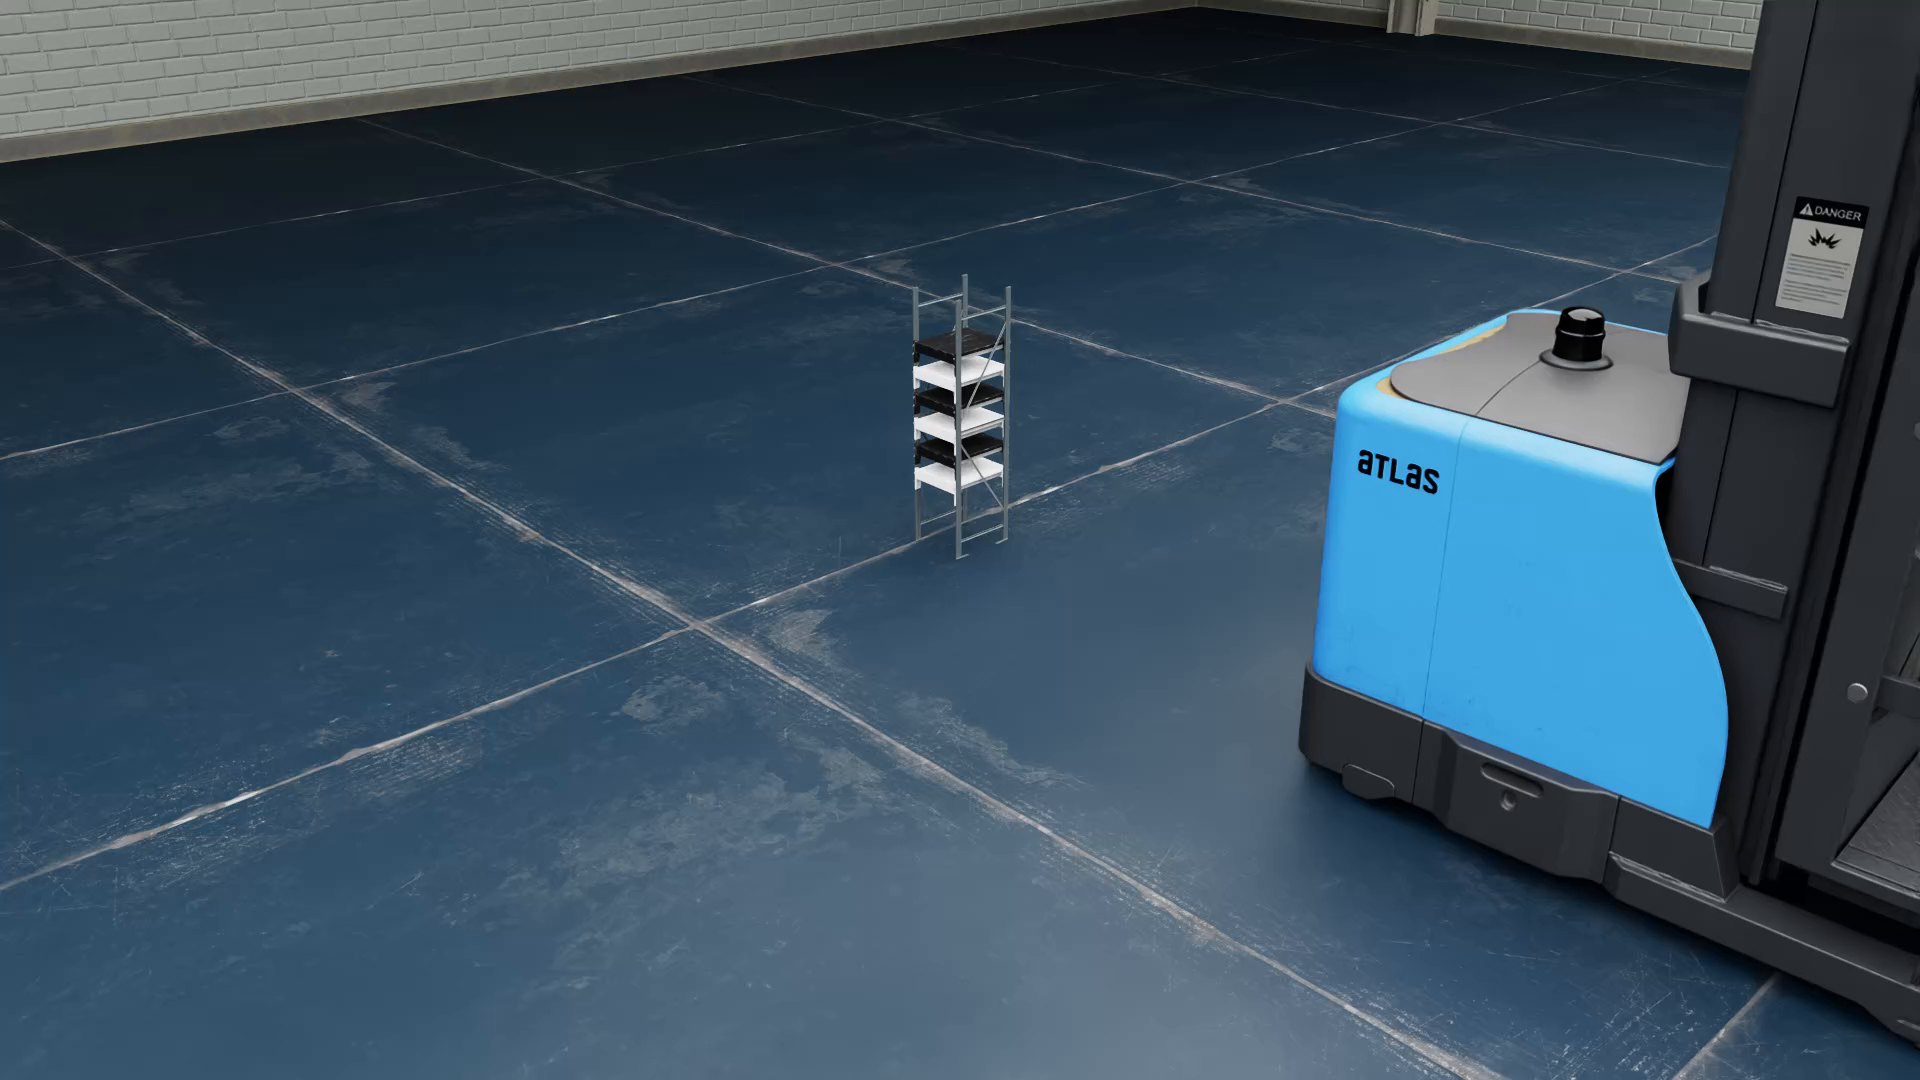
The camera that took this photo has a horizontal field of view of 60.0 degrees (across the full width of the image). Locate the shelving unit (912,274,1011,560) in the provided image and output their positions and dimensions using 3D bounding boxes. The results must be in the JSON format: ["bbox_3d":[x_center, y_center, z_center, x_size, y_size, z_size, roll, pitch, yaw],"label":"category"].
[{"bbox_3d":[0.006,-0.407,5.558,0.258,0.900,0.210,-21,32,-38],"label":"shelving unit"}]

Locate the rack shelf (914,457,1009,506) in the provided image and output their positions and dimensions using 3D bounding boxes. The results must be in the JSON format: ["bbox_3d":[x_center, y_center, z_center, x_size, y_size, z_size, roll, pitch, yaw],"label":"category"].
[{"bbox_3d":[0.006,-0.213,5.646,0.258,0.077,0.200,-21,32,-38],"label":"rack shelf"}]

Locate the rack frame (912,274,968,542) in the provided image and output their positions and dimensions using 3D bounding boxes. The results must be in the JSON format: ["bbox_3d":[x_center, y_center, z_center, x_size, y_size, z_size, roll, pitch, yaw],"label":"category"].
[{"bbox_3d":[-0.064,-0.438,5.625,0.240,0.900,0.006,-21,32,-38],"label":"rack frame"}]

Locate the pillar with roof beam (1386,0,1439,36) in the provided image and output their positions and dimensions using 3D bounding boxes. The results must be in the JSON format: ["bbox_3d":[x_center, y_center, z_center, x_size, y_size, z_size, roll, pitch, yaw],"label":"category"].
[{"bbox_3d":[1.558,-8.163,12.802,9.100,9.000,0.400,-21,32,-38],"label":"pillar with roof beam"}]

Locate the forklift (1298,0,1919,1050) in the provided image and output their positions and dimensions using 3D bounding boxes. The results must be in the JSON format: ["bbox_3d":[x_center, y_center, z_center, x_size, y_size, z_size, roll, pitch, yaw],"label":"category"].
[{"bbox_3d":[2.310,-0.446,3.197,3.031,2.935,1.130,21,32,39],"label":"forklift"}]

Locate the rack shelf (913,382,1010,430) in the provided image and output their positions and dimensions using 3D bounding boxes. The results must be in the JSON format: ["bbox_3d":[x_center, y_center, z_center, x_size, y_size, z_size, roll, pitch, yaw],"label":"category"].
[{"bbox_3d":[0.006,-0.459,5.534,0.258,0.077,0.200,-21,32,-38],"label":"rack shelf"}]

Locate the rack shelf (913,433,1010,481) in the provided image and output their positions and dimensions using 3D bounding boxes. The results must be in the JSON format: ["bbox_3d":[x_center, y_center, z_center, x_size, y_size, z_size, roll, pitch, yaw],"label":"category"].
[{"bbox_3d":[0.006,-0.295,5.609,0.258,0.077,0.200,-21,32,-38],"label":"rack shelf"}]

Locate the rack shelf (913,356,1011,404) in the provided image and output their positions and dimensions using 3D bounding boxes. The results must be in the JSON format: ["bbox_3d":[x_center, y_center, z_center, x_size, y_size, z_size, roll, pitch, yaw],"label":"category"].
[{"bbox_3d":[0.006,-0.540,5.497,0.258,0.077,0.200,-21,32,-38],"label":"rack shelf"}]

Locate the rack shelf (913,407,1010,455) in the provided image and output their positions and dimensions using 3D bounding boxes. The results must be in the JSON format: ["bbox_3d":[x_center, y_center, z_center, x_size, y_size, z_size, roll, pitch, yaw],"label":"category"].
[{"bbox_3d":[0.006,-0.377,5.572,0.258,0.077,0.200,-21,32,-38],"label":"rack shelf"}]

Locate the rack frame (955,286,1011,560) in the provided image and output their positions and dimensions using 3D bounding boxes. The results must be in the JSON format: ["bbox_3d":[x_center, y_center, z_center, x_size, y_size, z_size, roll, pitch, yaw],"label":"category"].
[{"bbox_3d":[0.075,-0.376,5.490,0.240,0.900,0.006,-21,32,-38],"label":"rack frame"}]

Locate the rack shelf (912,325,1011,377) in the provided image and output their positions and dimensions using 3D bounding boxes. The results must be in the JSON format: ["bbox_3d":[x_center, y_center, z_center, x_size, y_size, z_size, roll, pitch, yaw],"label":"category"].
[{"bbox_3d":[0.006,-0.622,5.460,0.258,0.077,0.200,-21,32,-38],"label":"rack shelf"}]
